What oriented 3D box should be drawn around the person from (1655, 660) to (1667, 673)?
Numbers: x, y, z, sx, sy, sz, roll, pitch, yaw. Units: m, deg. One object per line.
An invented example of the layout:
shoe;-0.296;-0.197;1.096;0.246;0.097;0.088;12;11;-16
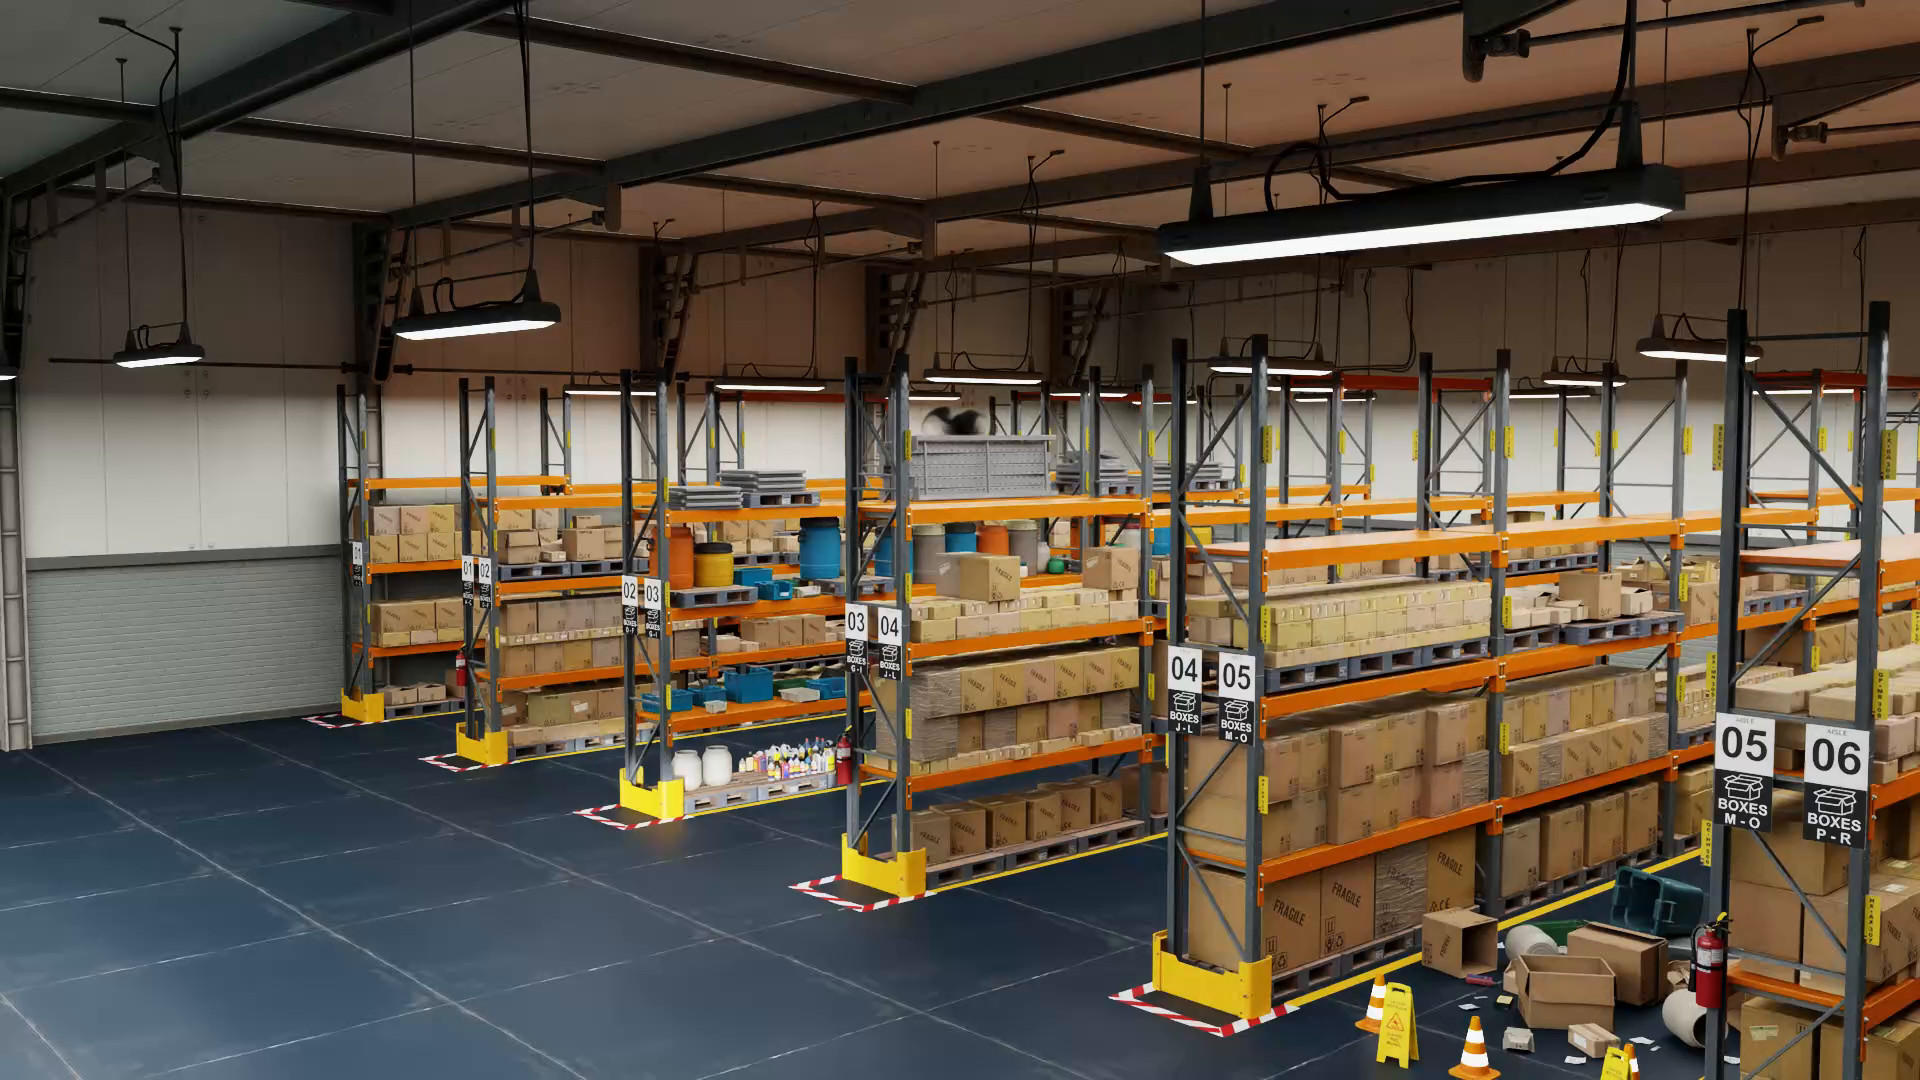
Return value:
person;10.398;2.645;24.642;0.681;1.767;0.926;4;5;44
